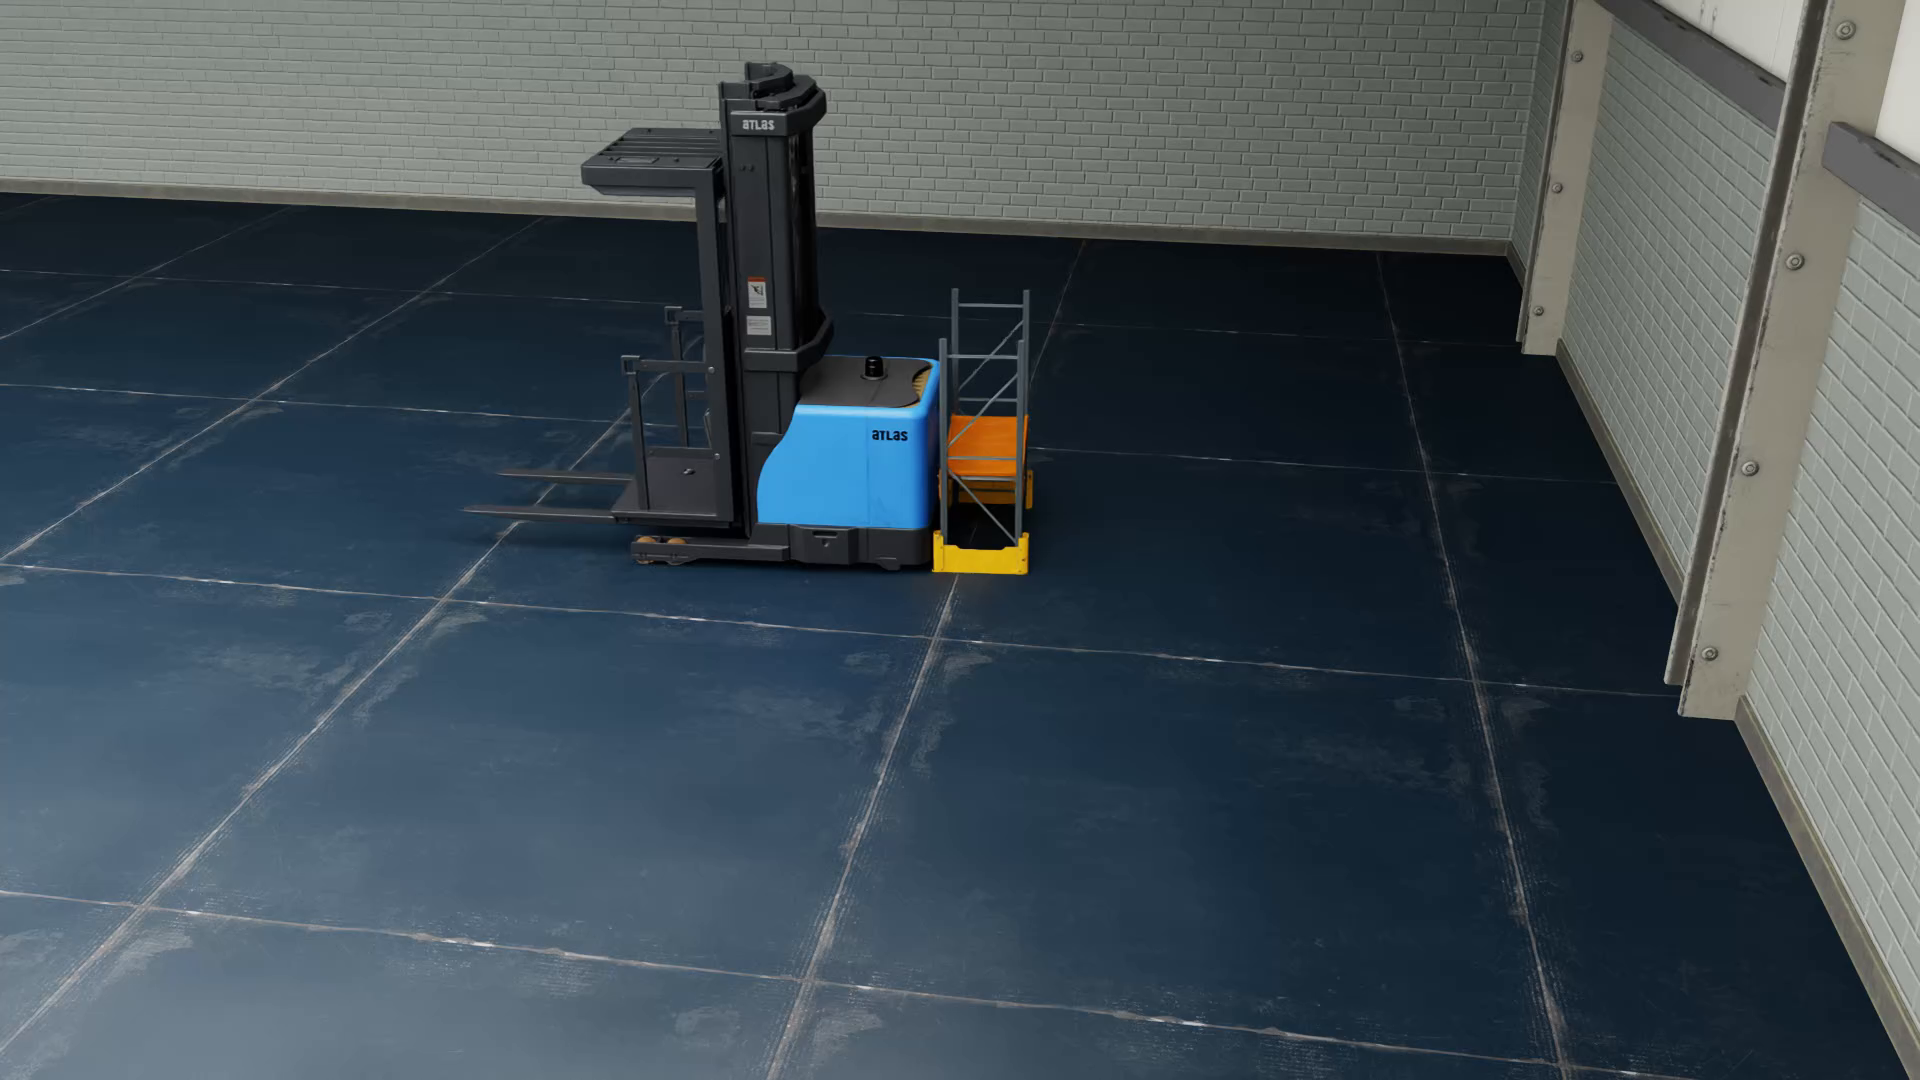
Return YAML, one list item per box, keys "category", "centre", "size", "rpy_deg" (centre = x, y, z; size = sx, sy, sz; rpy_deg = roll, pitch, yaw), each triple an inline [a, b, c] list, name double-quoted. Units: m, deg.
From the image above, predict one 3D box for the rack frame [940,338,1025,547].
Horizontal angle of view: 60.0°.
- category: "rack frame"
  centre: [0.131, -0.489, 10.026]
  size: [0.500, 1.500, 0.032]
  rpy_deg: [2, 25, 3]

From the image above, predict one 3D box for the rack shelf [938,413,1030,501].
- category: "rack shelf"
  centre: [0.164, -0.541, 10.562]
  size: [0.538, 0.185, 1.000]
  rpy_deg: [2, 25, 3]

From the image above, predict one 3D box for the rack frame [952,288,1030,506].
- category: "rack frame"
  centre: [0.197, -0.919, 10.945]
  size: [0.500, 1.500, 0.032]
  rpy_deg: [2, 25, 3]

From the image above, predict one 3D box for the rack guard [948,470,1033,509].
- category: "rack guard"
  centre: [0.196, -0.345, 11.192]
  size: [0.587, 0.250, 0.087]
  rpy_deg: [2, 25, 3]

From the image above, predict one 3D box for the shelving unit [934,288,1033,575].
- category: "shelving unit"
  centre: [0.164, -0.700, 10.477]
  size: [0.587, 1.500, 1.083]
  rpy_deg: [2, 25, 3]

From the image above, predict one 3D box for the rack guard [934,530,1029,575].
- category: "rack guard"
  centre: [0.131, 0.076, 10.292]
  size: [0.587, 0.250, 0.087]
  rpy_deg: [2, 25, 3]

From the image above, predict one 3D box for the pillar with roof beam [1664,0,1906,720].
- category: "pillar with roof beam"
  centre: [-0.267, -3.519, 7.653]
  size: [9.100, 9.000, 0.400]
  rpy_deg: [4, 25, 9]

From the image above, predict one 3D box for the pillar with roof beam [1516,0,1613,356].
- category: "pillar with roof beam"
  centre: [0.713, -6.028, 13.014]
  size: [9.100, 9.000, 0.400]
  rpy_deg: [4, 25, 9]

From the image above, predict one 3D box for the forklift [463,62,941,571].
- category: "forklift"
  centre: [-1.641, -1.389, 10.259]
  size: [3.031, 2.935, 1.130]
  rpy_deg: [2, 25, 5]
